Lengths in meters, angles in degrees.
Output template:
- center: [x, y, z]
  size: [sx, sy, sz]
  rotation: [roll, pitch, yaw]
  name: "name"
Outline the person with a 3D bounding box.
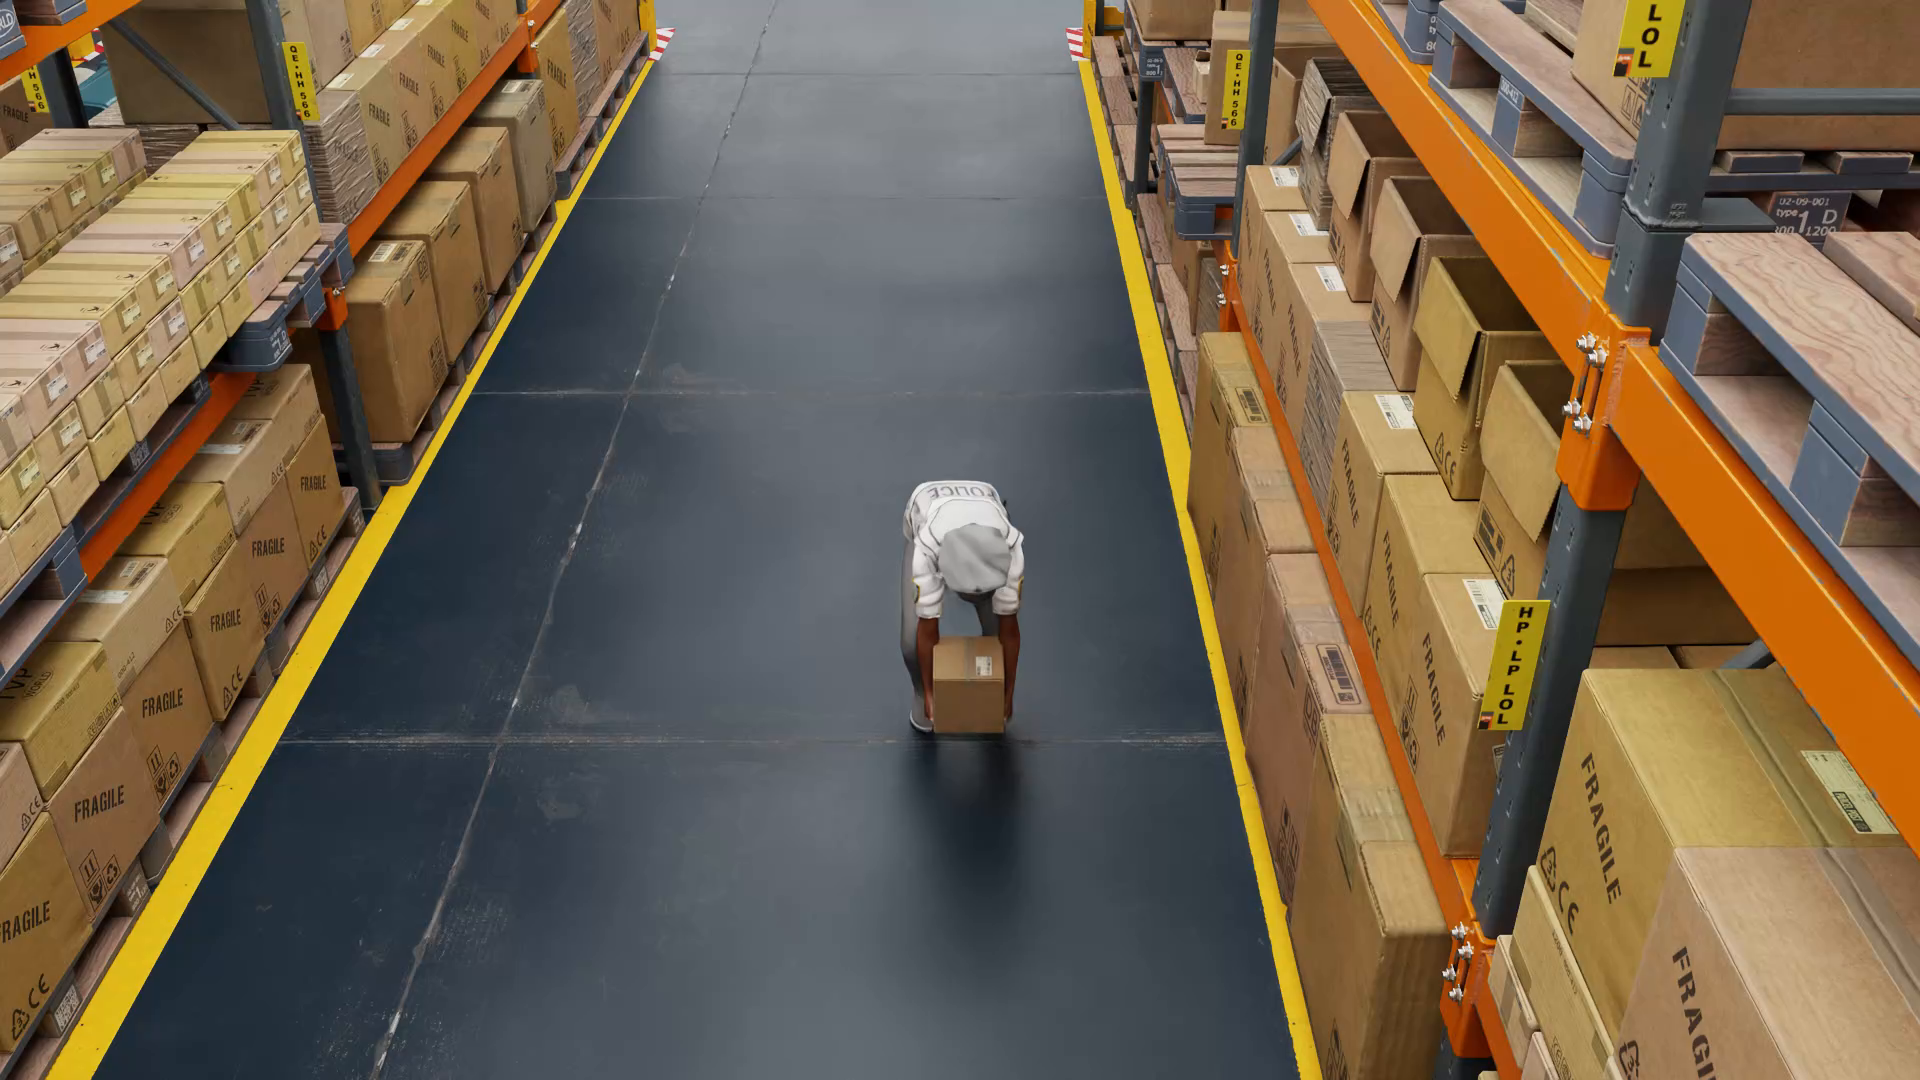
- center: [0.000, 0.297, 6.139]
  size: [0.447, 1.158, 0.924]
  rotation: [-1, 32, -2]
  name: "person"
